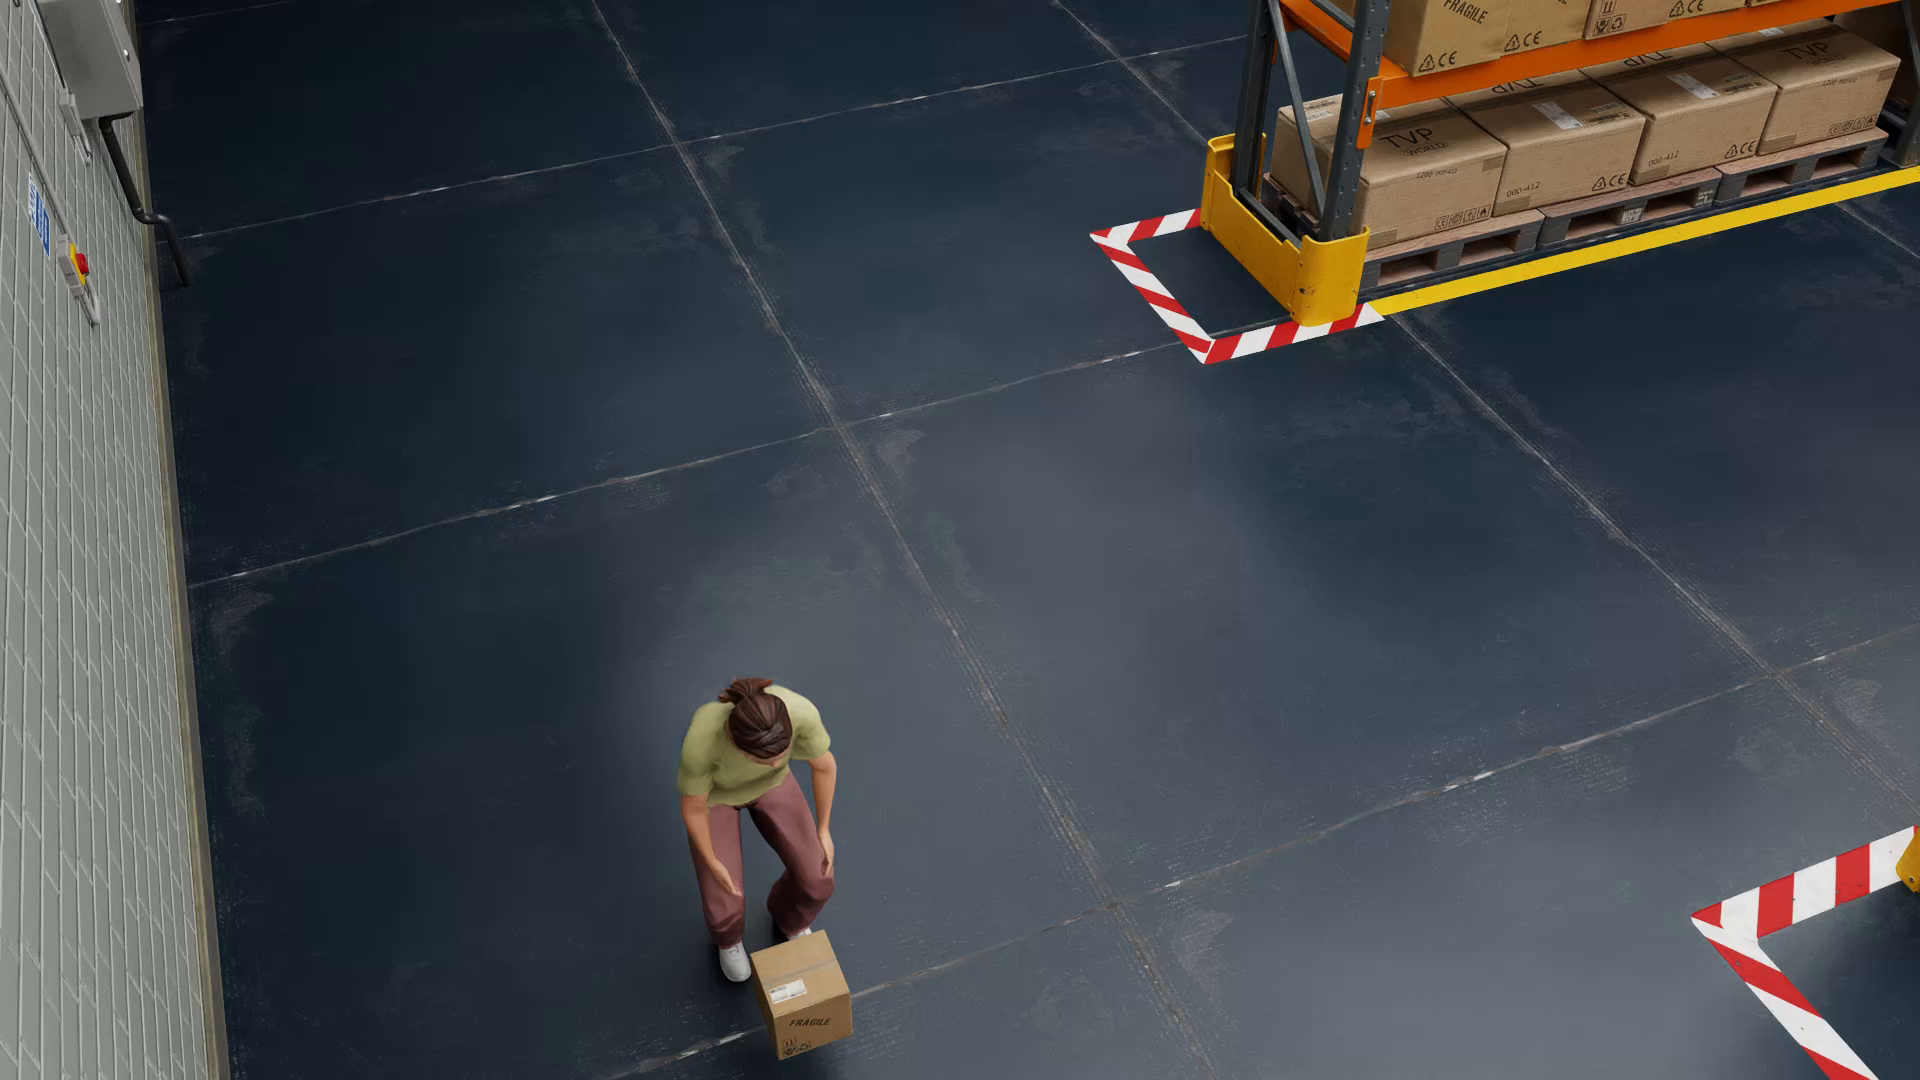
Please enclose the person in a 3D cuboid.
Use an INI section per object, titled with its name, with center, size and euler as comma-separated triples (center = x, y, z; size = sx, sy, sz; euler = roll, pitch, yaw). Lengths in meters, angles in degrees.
[person]
center = -0.645, 0.885, 5.353
size = 0.507, 1.444, 0.595
euler = -15, 44, -16
